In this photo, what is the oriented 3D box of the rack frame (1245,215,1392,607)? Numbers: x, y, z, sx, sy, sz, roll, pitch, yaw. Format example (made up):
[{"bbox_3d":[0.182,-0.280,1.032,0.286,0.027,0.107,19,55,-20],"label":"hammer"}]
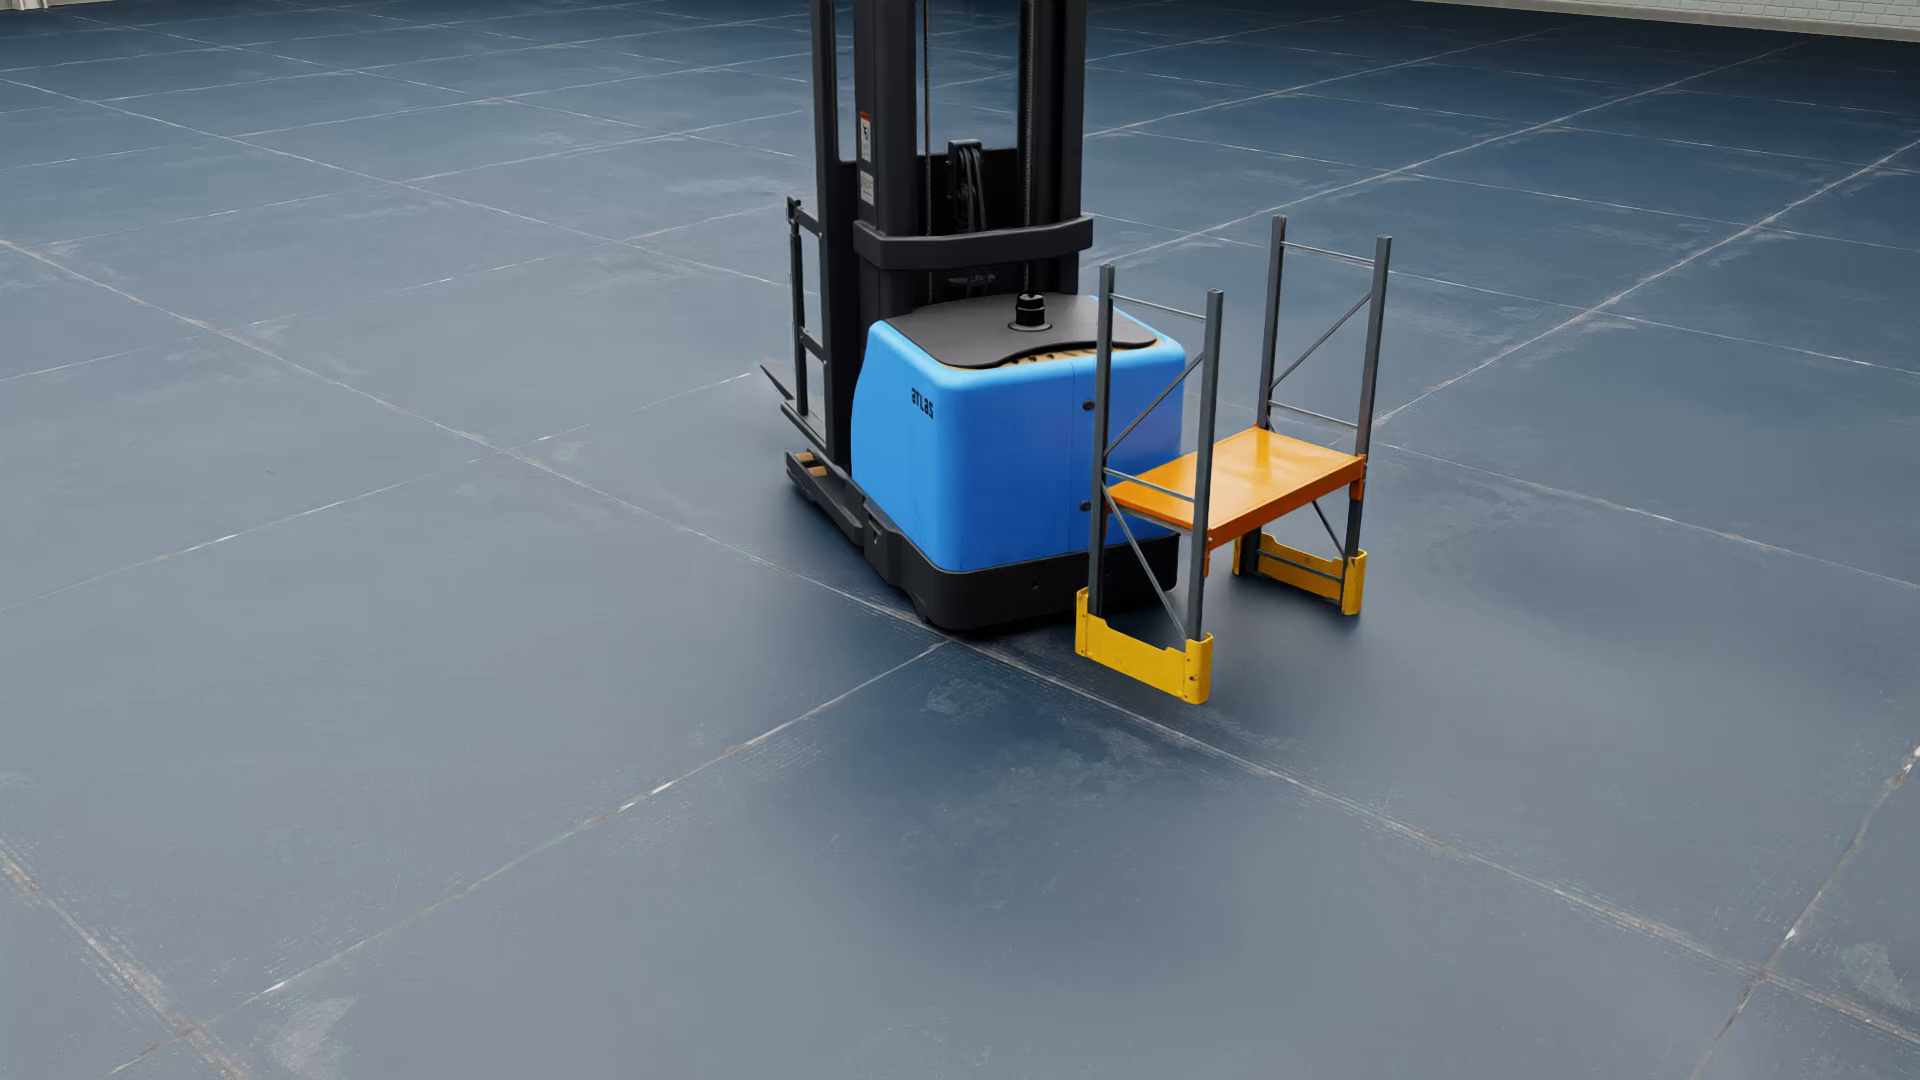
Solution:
[{"bbox_3d":[1.380,-0.483,6.495,0.500,1.500,0.032,22,32,40],"label":"rack frame"}]

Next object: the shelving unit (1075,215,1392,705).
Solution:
[{"bbox_3d":[1.016,-0.333,6.159,0.587,1.500,1.083,22,32,40],"label":"shelving unit"}]

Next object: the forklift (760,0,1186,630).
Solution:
[{"bbox_3d":[-0.165,-1.569,7.167,1.130,2.935,3.031,-10,26,-21],"label":"forklift"}]

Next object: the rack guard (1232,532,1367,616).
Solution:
[{"bbox_3d":[1.367,0.093,6.738,0.587,0.250,0.087,22,32,40],"label":"rack guard"}]

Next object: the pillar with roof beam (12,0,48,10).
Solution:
[{"bbox_3d":[-10.928,-11.017,20.822,9.100,9.000,0.400,20,31,38],"label":"pillar with roof beam"}]

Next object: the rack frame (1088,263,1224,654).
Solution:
[{"bbox_3d":[0.665,-0.188,5.835,0.500,1.500,0.032,22,32,40],"label":"rack frame"}]

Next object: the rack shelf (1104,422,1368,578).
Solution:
[{"bbox_3d":[1.023,-0.171,6.239,0.538,0.185,1.000,22,32,40],"label":"rack shelf"}]

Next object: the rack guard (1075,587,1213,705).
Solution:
[{"bbox_3d":[0.666,0.382,6.092,0.587,0.250,0.087,22,32,40],"label":"rack guard"}]
